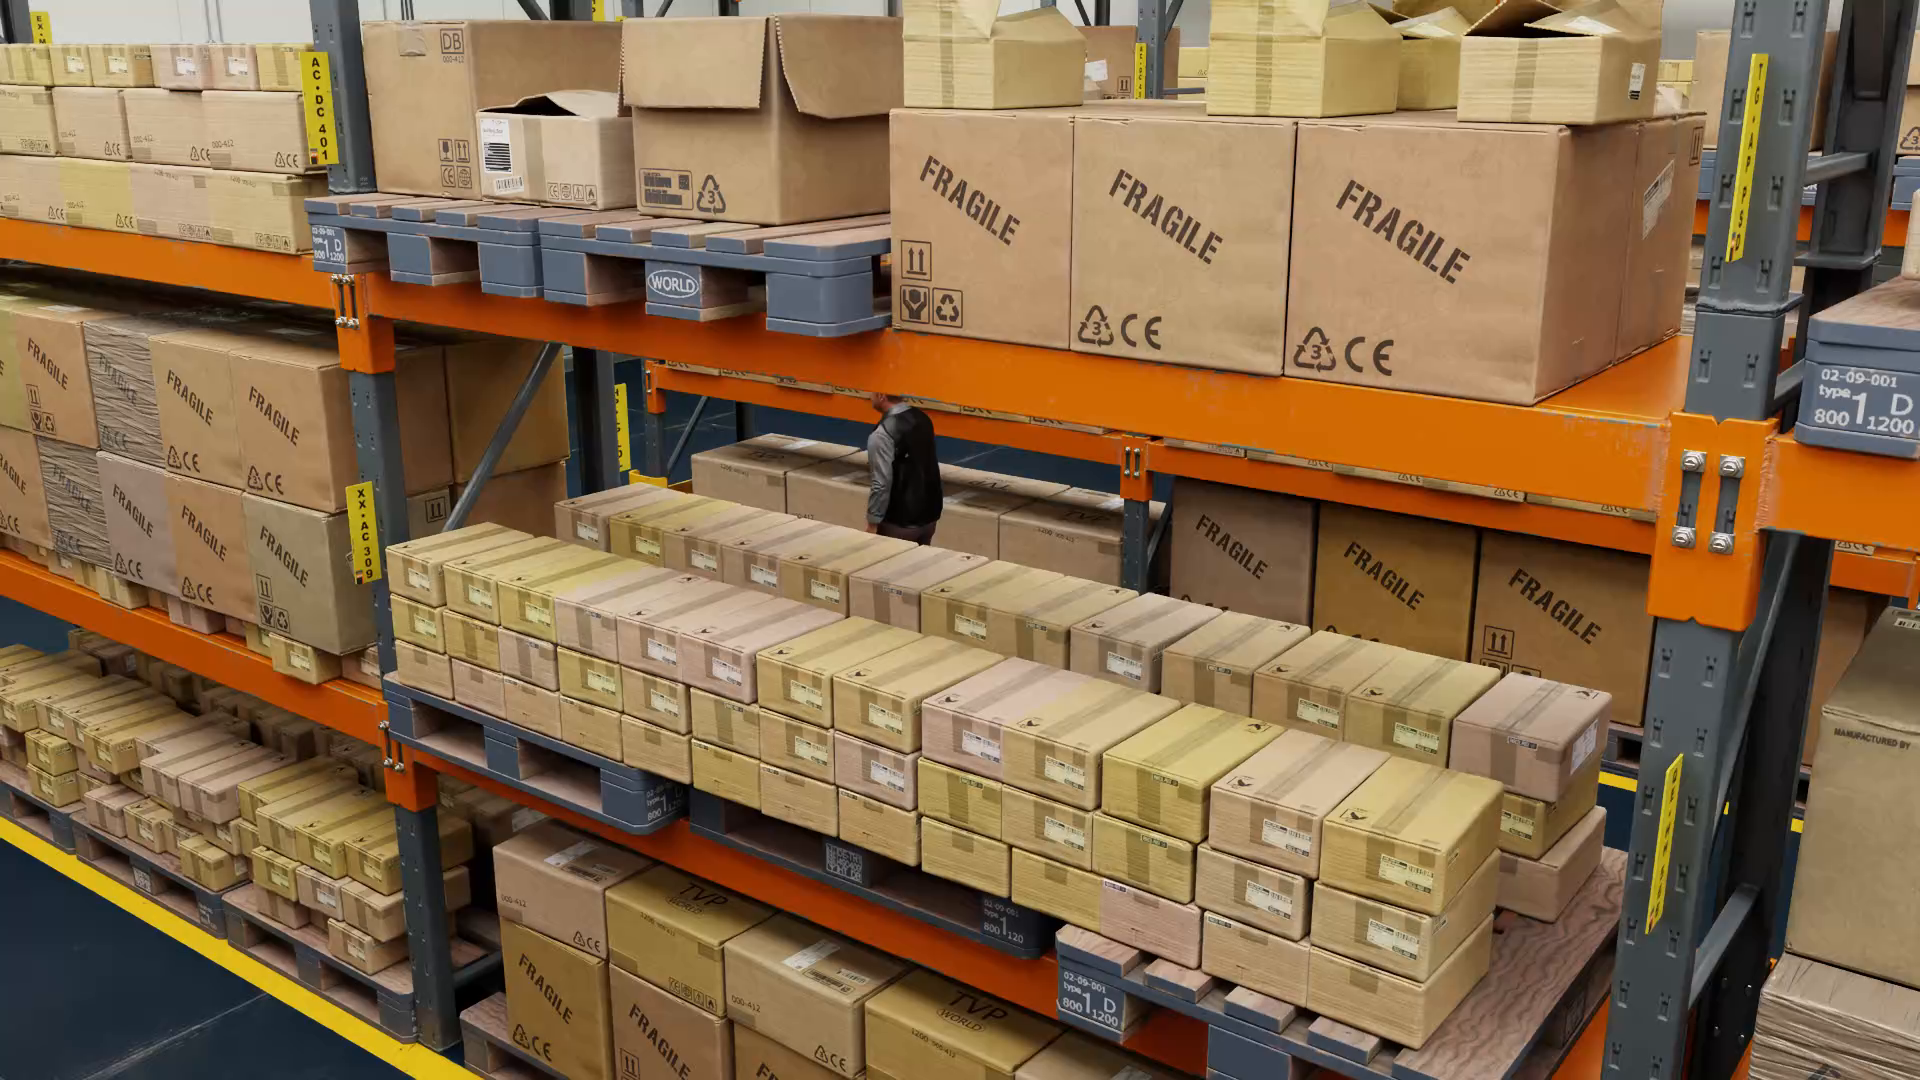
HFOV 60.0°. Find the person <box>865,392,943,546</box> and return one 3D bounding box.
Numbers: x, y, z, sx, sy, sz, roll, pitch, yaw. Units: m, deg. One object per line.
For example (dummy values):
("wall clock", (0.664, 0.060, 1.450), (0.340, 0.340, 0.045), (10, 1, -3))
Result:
("person", (-0.324, -0.117, 9.478), (0.418, 1.720, 0.591), (11, 19, 32))
